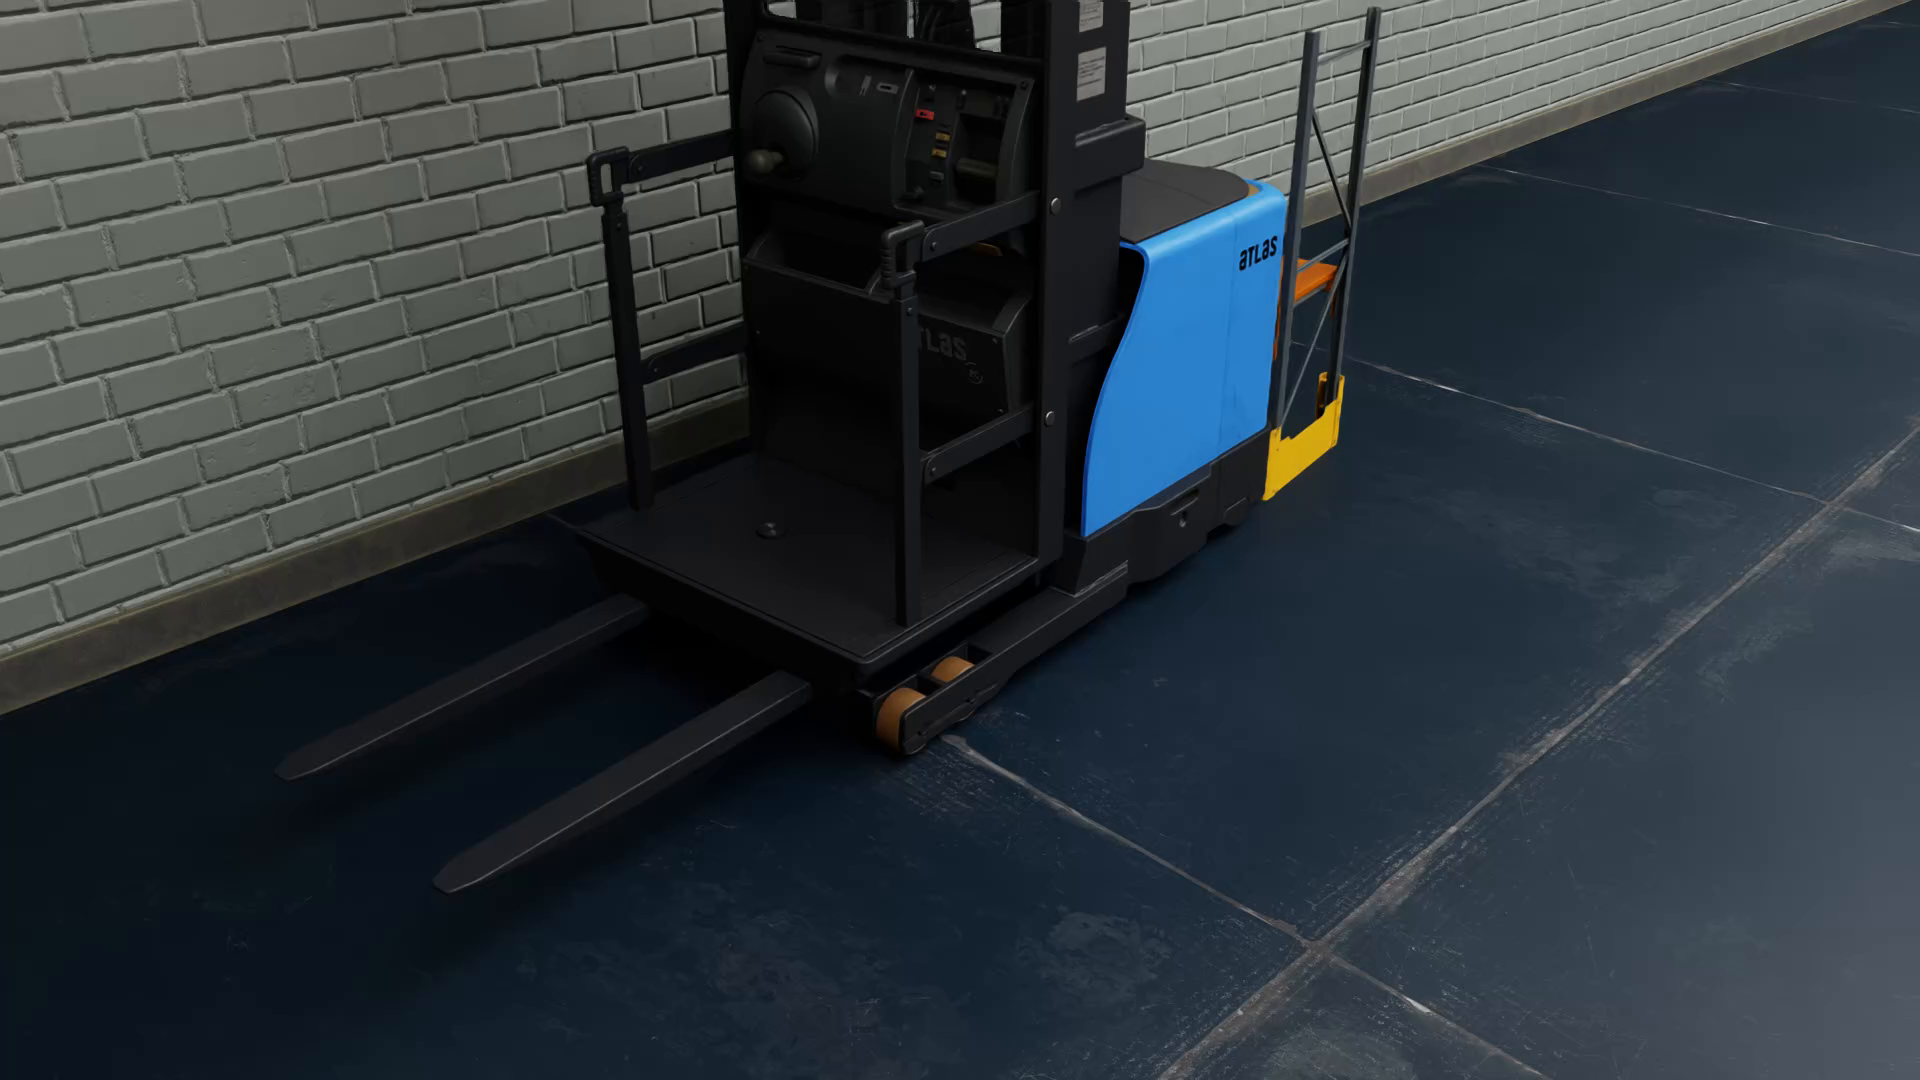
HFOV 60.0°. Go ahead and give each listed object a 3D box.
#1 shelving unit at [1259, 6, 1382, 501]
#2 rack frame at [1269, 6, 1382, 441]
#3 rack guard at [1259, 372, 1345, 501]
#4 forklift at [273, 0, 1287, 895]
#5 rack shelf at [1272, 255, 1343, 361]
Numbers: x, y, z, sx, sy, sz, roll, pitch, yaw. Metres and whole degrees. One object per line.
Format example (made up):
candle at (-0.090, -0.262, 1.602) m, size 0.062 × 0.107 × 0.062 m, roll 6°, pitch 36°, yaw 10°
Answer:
shelving unit at (0.739, -1.046, 5.628) m, size 1.083 × 1.500 × 0.587 m, roll 18°, pitch 33°, yaw 31°
rack frame at (1.161, -0.907, 5.364) m, size 0.032 × 1.500 × 0.500 m, roll 18°, pitch 33°, yaw 31°
rack guard at (1.145, -0.359, 5.664) m, size 0.087 × 0.250 × 0.587 m, roll 18°, pitch 33°, yaw 31°
forklift at (-0.338, -1.018, 4.036) m, size 1.130 × 2.935 × 3.031 m, roll 21°, pitch 34°, yaw 34°
rack shelf at (0.746, -0.885, 5.707) m, size 1.000 × 0.185 × 0.538 m, roll 18°, pitch 33°, yaw 31°
